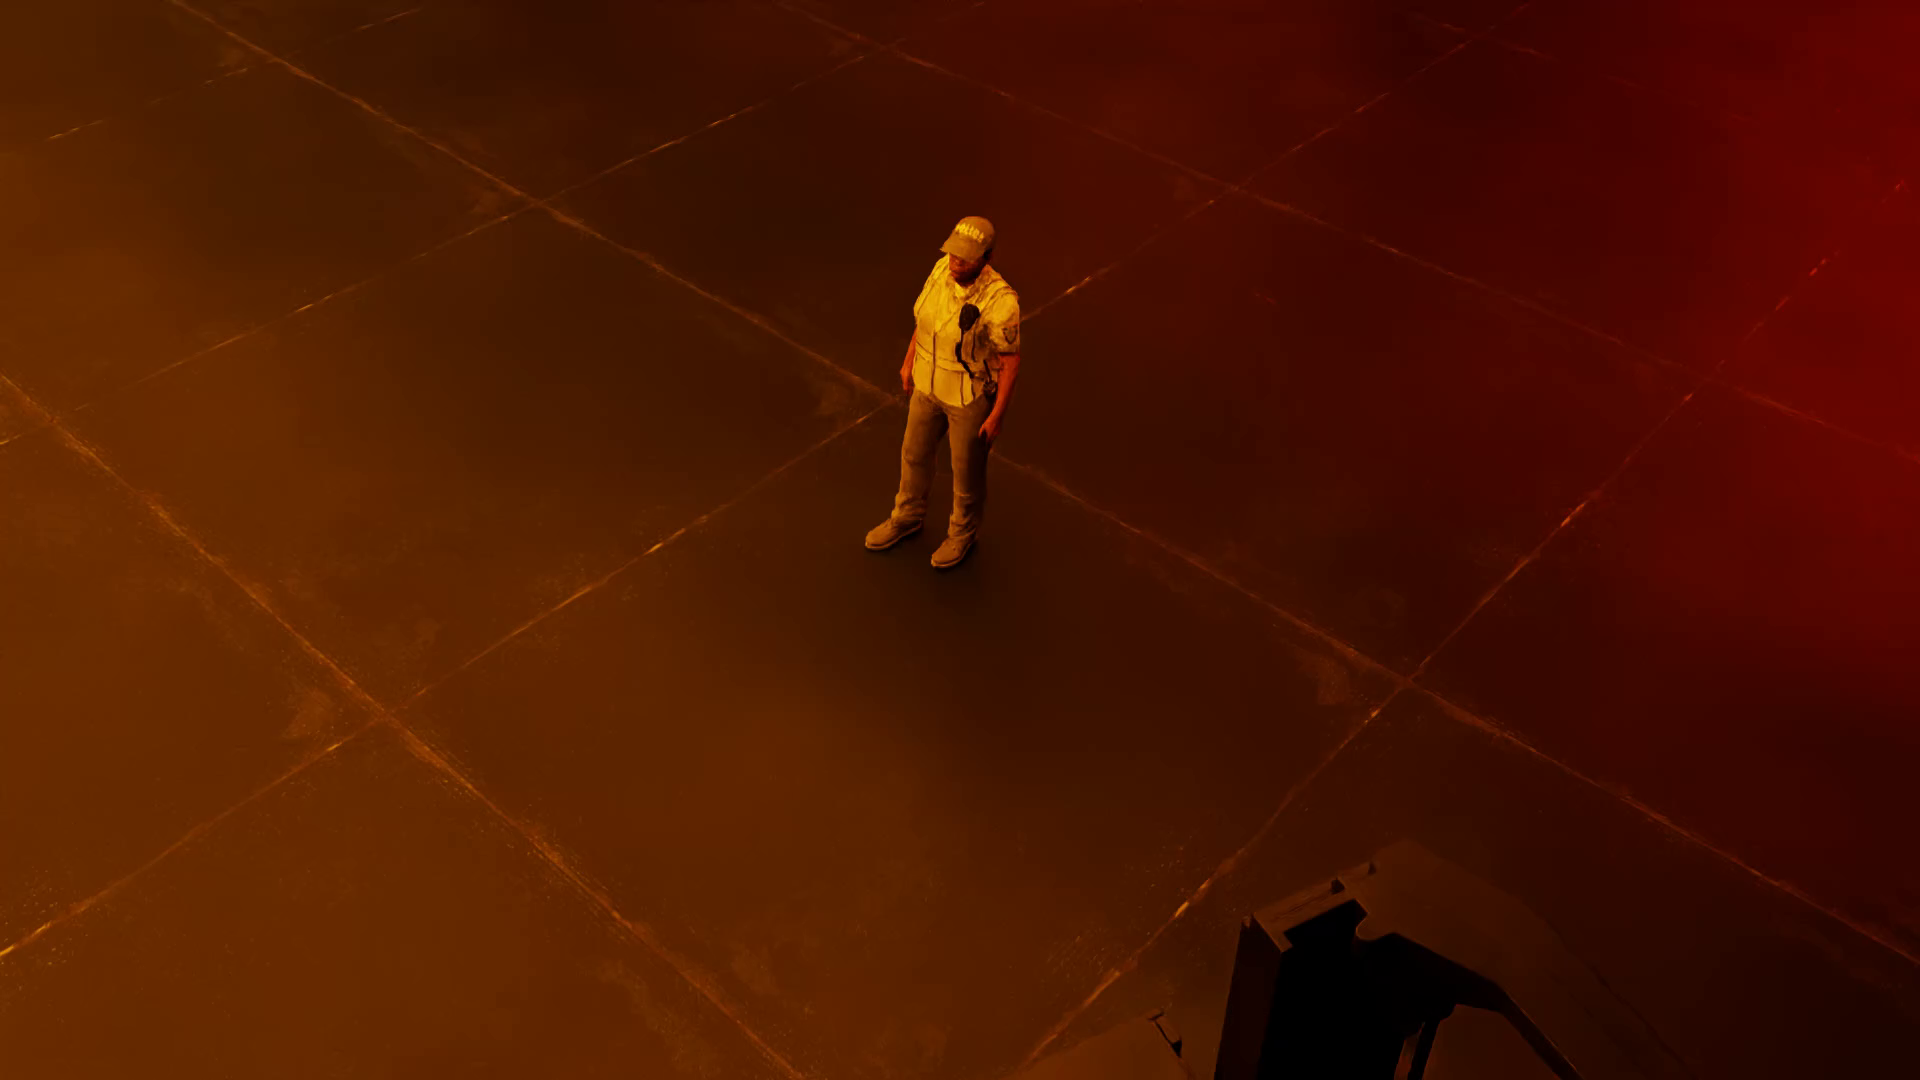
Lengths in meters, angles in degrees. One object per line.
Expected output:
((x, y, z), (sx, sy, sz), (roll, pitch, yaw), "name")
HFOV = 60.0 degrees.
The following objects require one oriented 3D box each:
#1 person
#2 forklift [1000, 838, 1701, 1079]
((-0.069, -0.611, 7.101), (0.598, 1.669, 0.529), (31, 49, 31), "person")
((0.322, 1.995, 3.102), (3.031, 2.935, 1.130), (-19, 44, -21), "forklift")
